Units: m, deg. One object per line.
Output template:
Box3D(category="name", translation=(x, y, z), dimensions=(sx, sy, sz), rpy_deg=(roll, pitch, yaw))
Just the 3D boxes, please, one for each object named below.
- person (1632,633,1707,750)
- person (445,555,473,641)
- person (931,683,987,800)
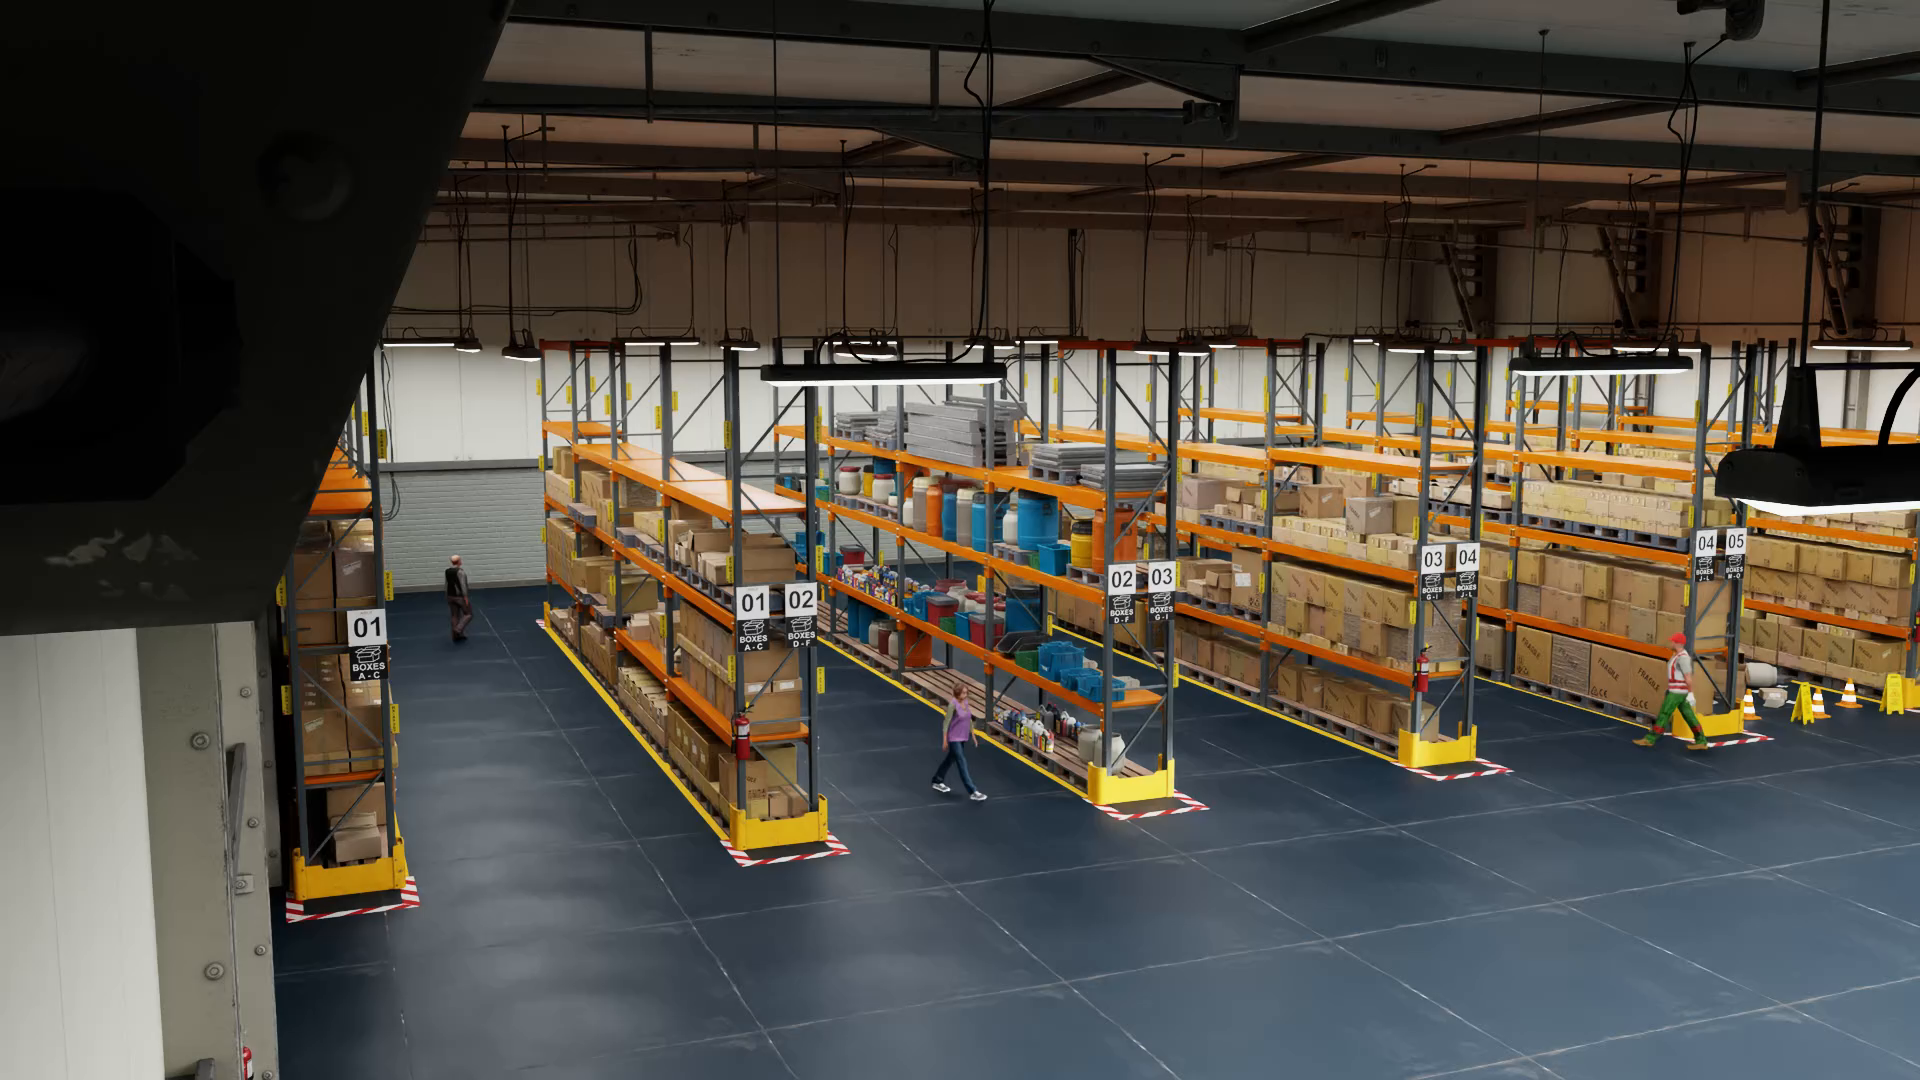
Box3D(category="person", translation=(10.611, 2.234, 24.749), dimensions=(1.024, 1.722, 0.595), rpy_deg=(4, 8, 26))
Box3D(category="person", translation=(-10.055, 1.165, 33.209), dimensions=(0.567, 1.724, 0.478), rpy_deg=(4, 9, 30))
Box3D(category="person", translation=(0.010, 2.722, 22.210), dimensions=(0.979, 1.425, 0.439), rpy_deg=(4, 9, 29))
